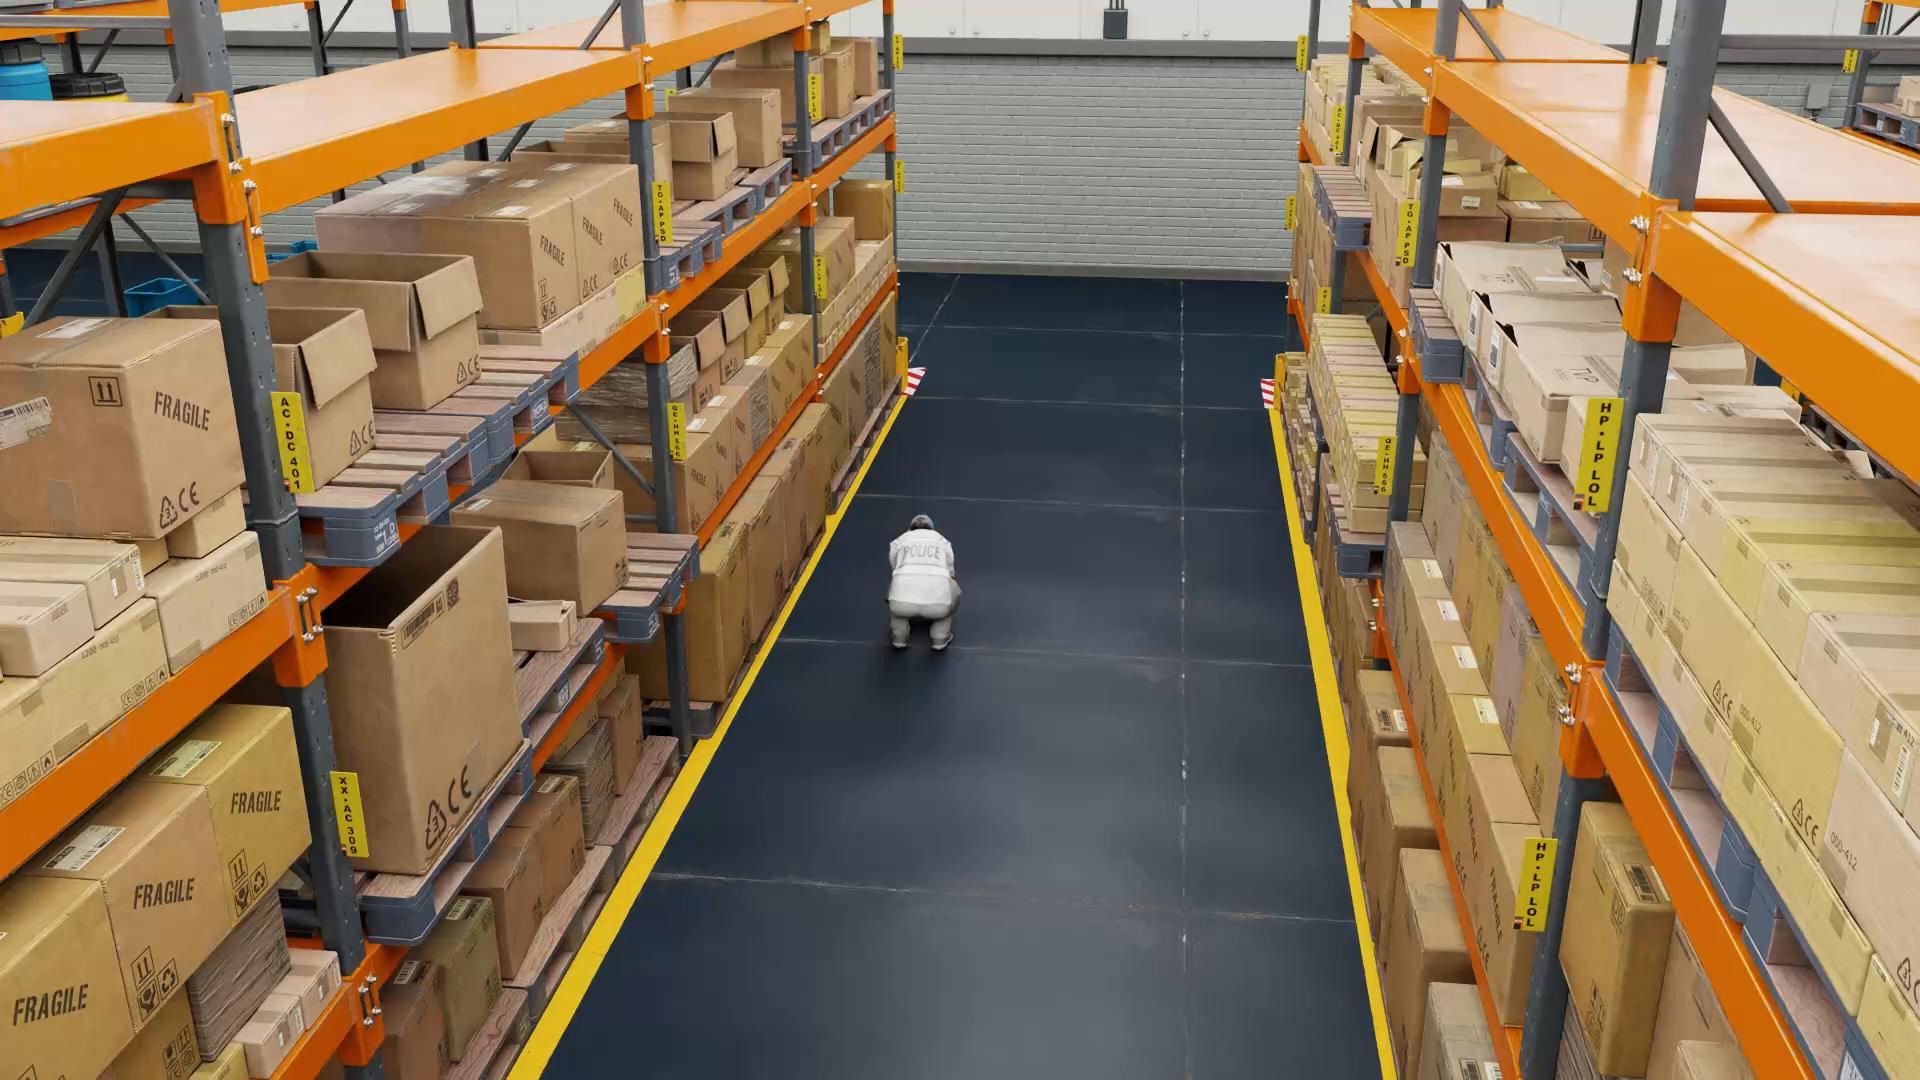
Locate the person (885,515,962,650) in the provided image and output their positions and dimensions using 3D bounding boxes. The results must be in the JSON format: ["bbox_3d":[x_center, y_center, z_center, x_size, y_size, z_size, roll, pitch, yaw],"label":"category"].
[{"bbox_3d":[-0.260,0.325,11.564,0.531,0.805,0.890,2,21,6],"label":"person"}]
